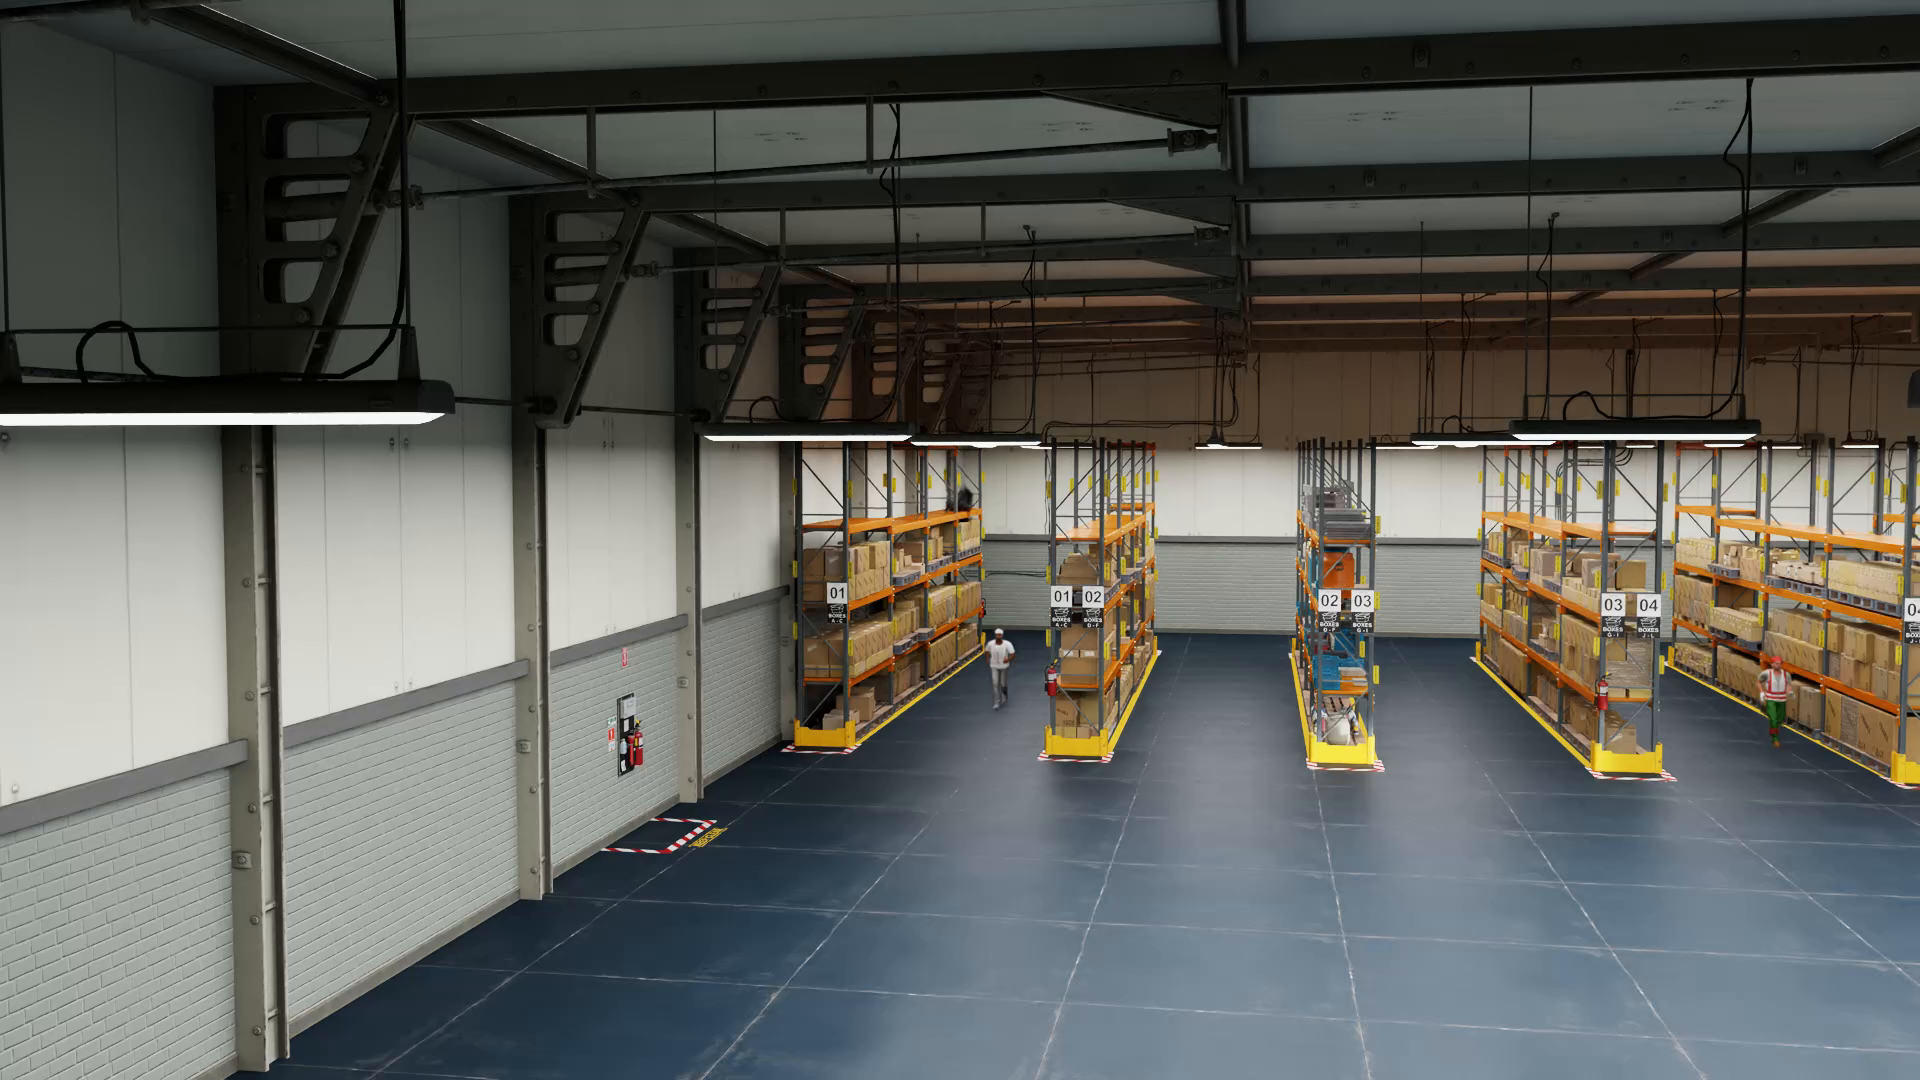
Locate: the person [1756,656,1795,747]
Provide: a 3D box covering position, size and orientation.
[{"bbox_3d":[15.929,3.129,32.553,0.636,1.753,0.833,1,3,10],"label":"person"}]

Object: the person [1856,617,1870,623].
[{"bbox_3d":[24.470,2.475,45.102,0.612,1.719,0.733,1,3,13],"label":"person"}]

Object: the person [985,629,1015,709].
[{"bbox_3d":[0.890,2.869,37.376,0.707,1.768,0.846,0,3,9],"label":"person"}]
